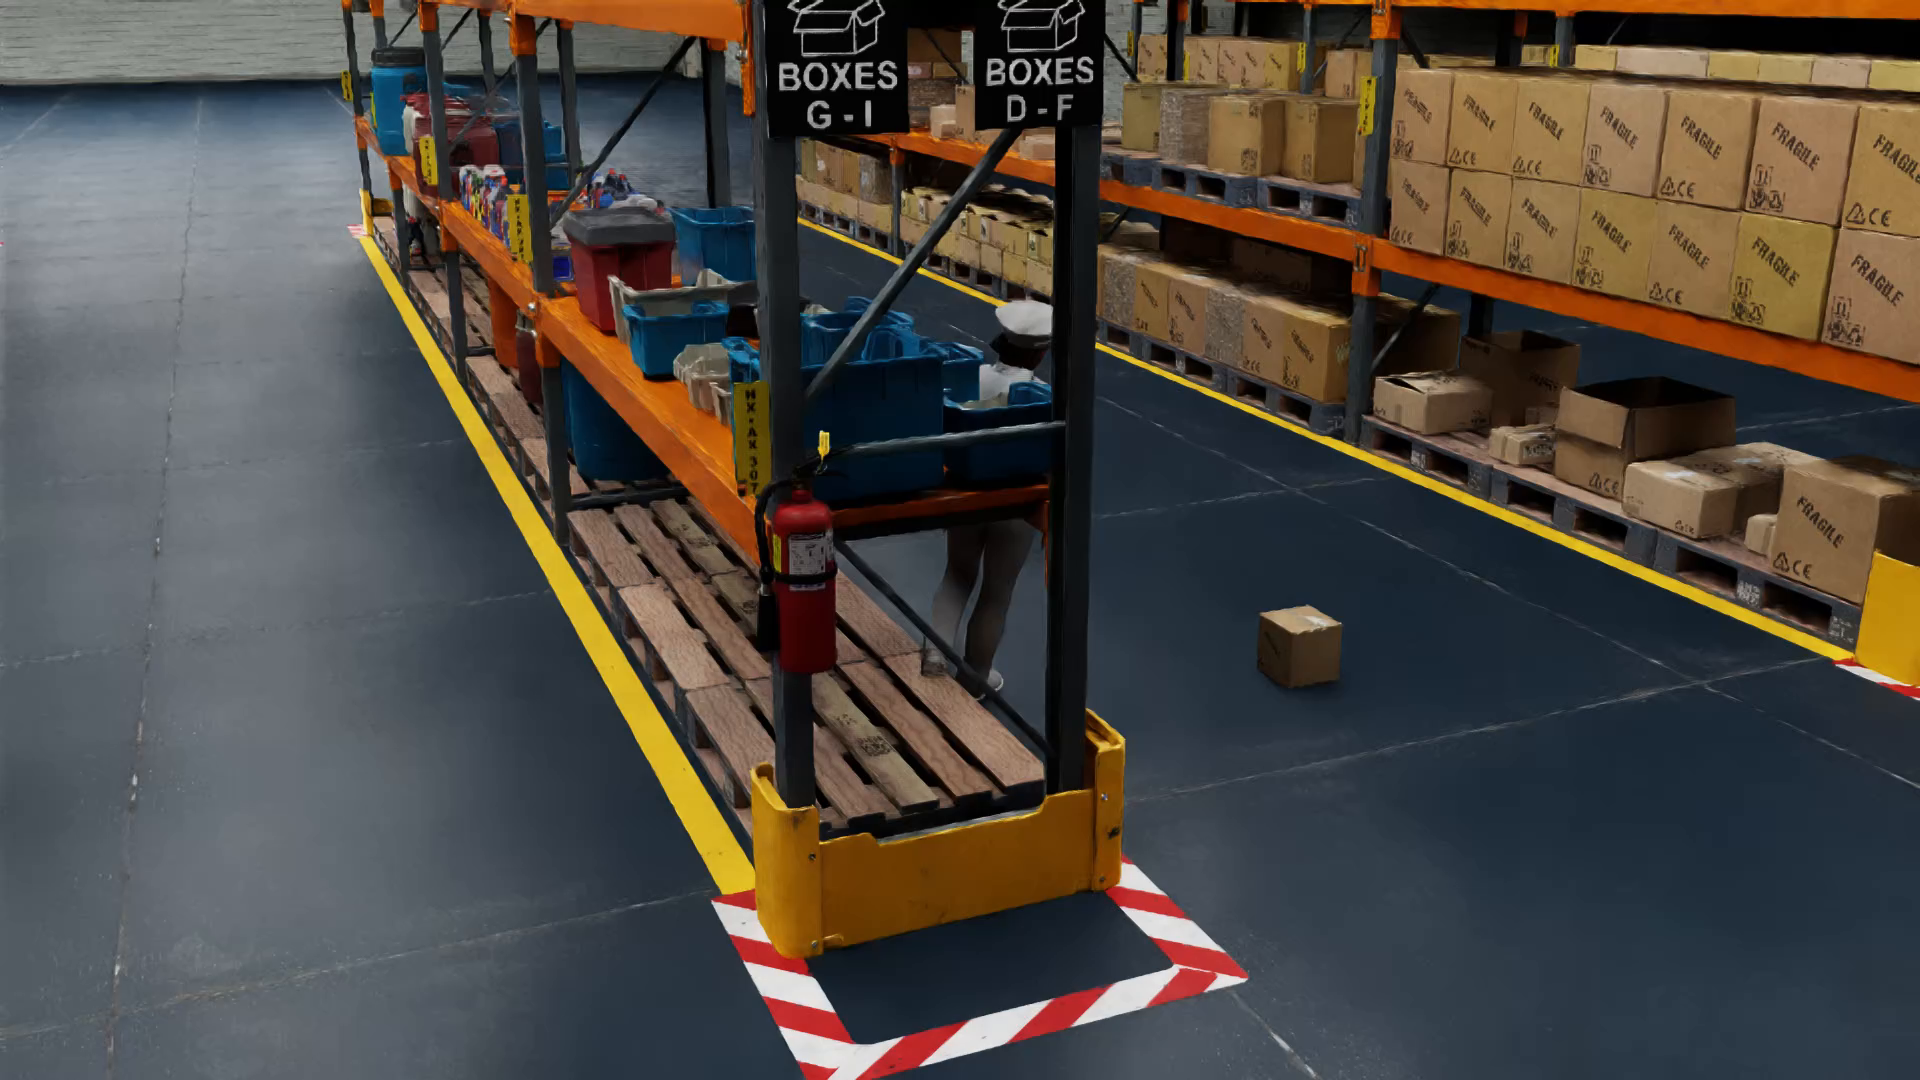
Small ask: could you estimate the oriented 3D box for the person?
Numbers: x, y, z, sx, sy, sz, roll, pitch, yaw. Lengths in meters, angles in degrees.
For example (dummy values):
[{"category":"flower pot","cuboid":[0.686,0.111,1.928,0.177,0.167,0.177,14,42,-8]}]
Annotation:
[{"category":"person","cuboid":[0.133,-0.102,6.441,0.530,1.645,0.525,7,20,21]}]
